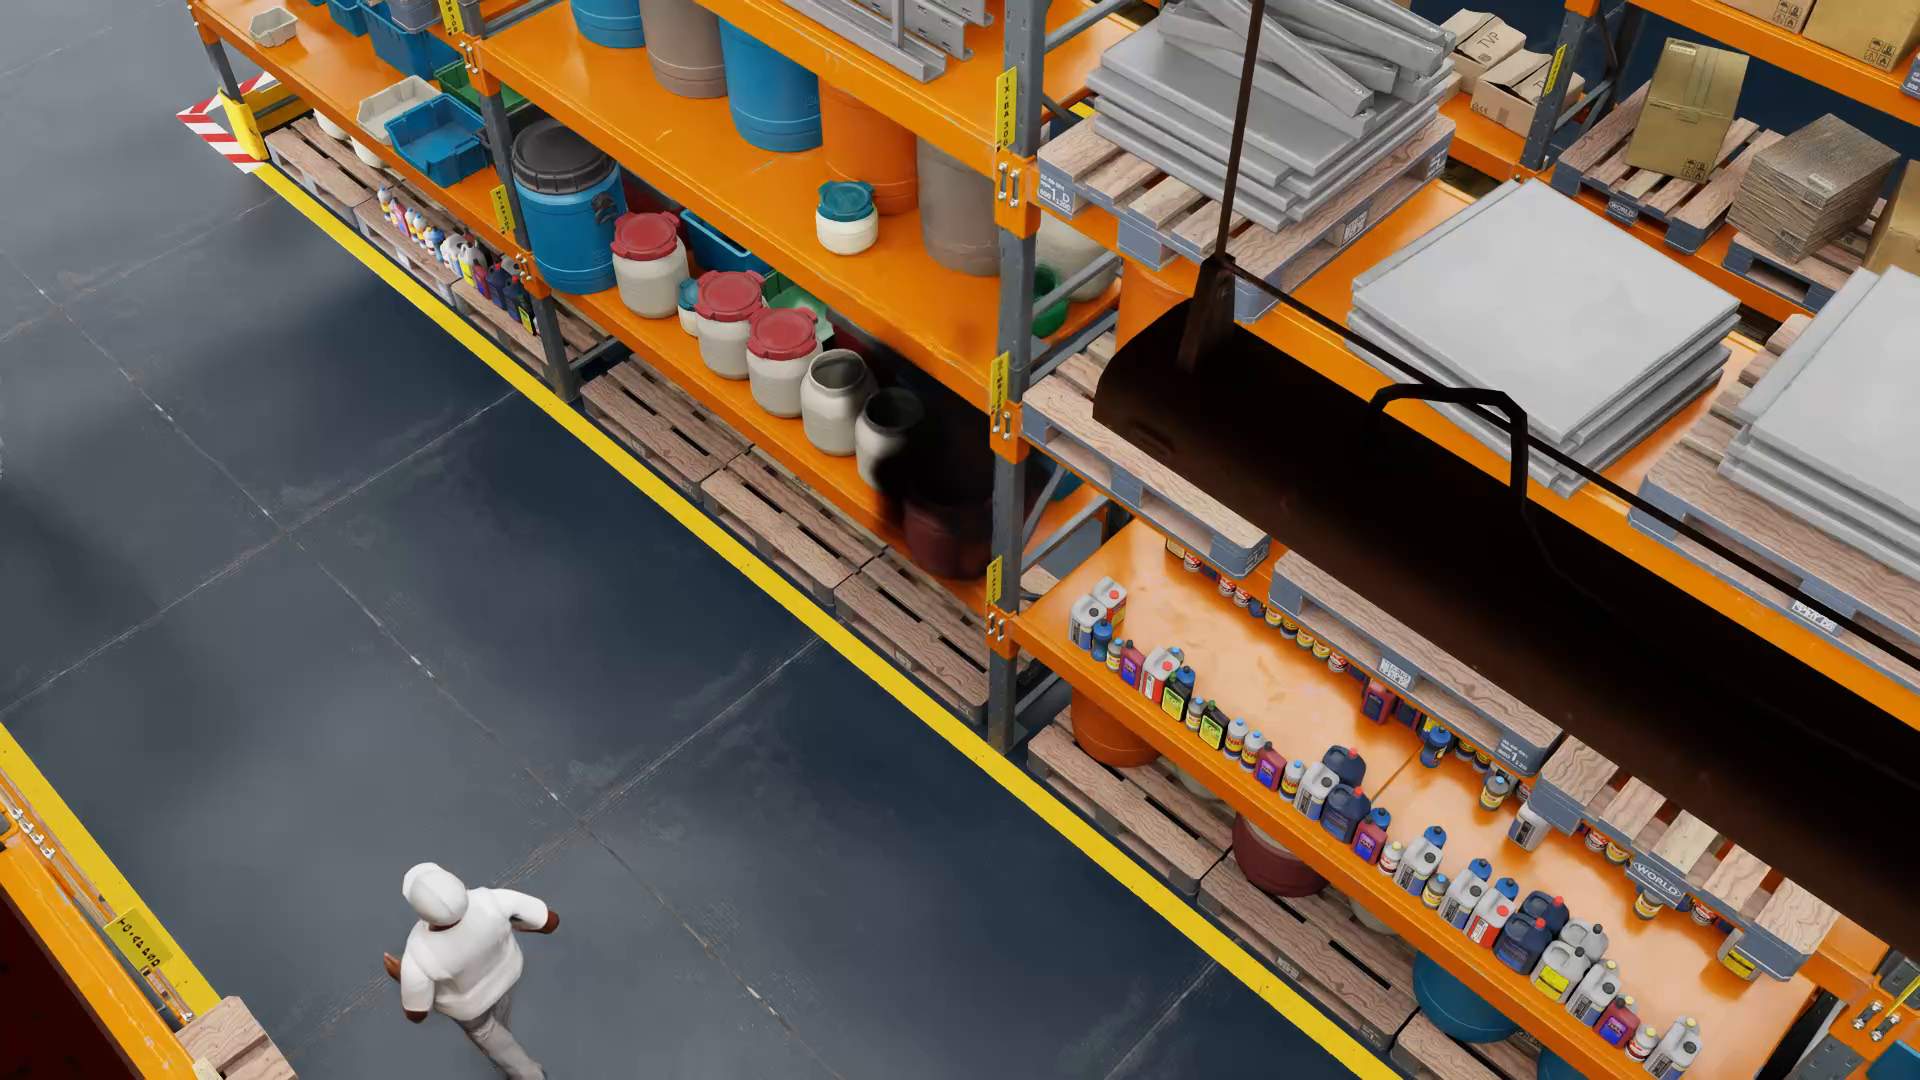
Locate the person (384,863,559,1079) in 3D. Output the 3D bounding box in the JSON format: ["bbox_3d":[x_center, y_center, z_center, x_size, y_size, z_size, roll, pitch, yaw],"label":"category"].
[{"bbox_3d":[-2.110,1.913,7.284,0.786,1.775,0.700,33,58,25],"label":"person"}]
